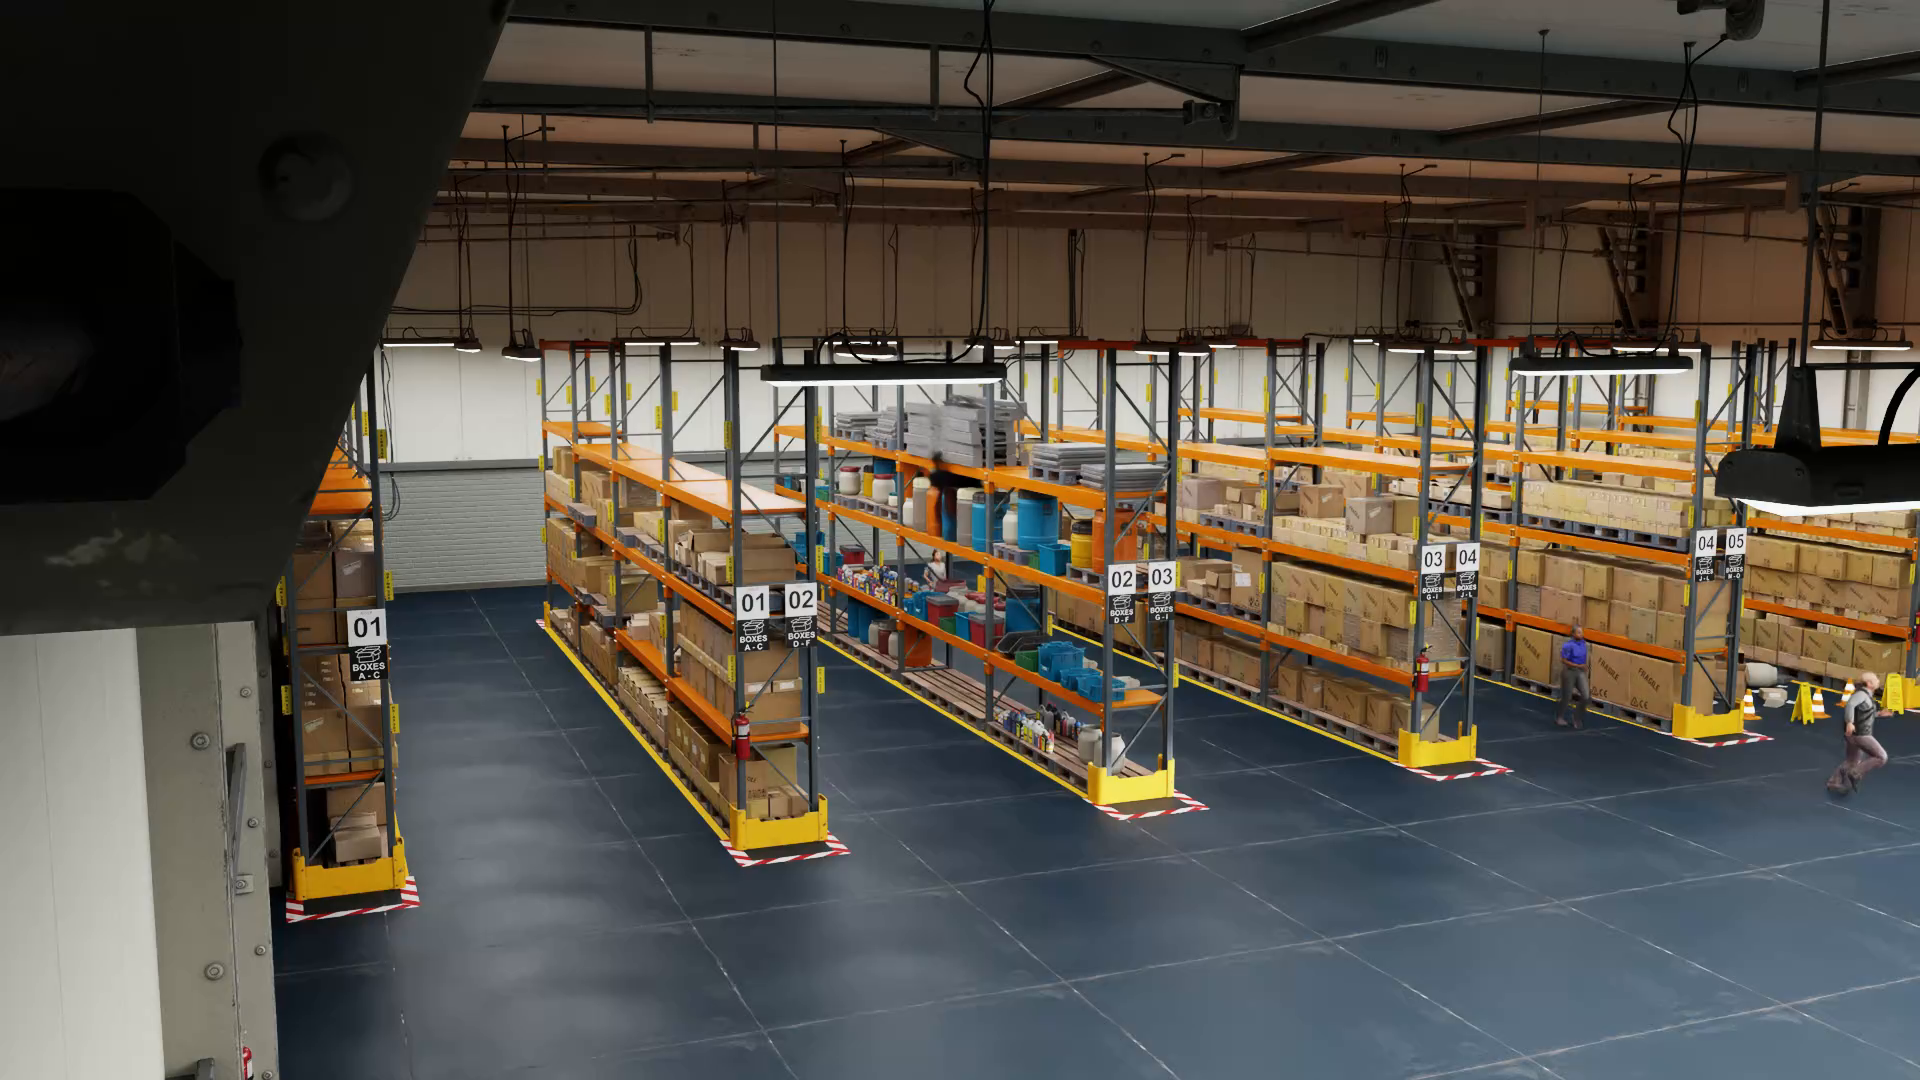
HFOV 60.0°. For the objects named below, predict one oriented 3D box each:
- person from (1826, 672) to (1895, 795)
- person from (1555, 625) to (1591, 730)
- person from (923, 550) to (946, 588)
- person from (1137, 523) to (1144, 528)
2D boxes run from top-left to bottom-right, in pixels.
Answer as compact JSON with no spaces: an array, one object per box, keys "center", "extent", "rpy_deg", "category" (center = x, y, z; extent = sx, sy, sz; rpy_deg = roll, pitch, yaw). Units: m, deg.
[{"center":[12.051,2.598,22.223],"extent":[0.766,1.671,0.690],"rpy_deg":[3,8,21],"category":"person"},{"center":[9.629,2.166,26.002],"extent":[0.589,1.714,0.713],"rpy_deg":[-3,8,-20],"category":"person"},{"center":[-0.497,1.112,34.798],"extent":[0.557,1.407,0.667],"rpy_deg":[-5,9,-32],"category":"person"},{"center":[4.248,0.384,39.674],"extent":[0.561,1.577,0.809],"rpy_deg":[0,7,3],"category":"person"}]
